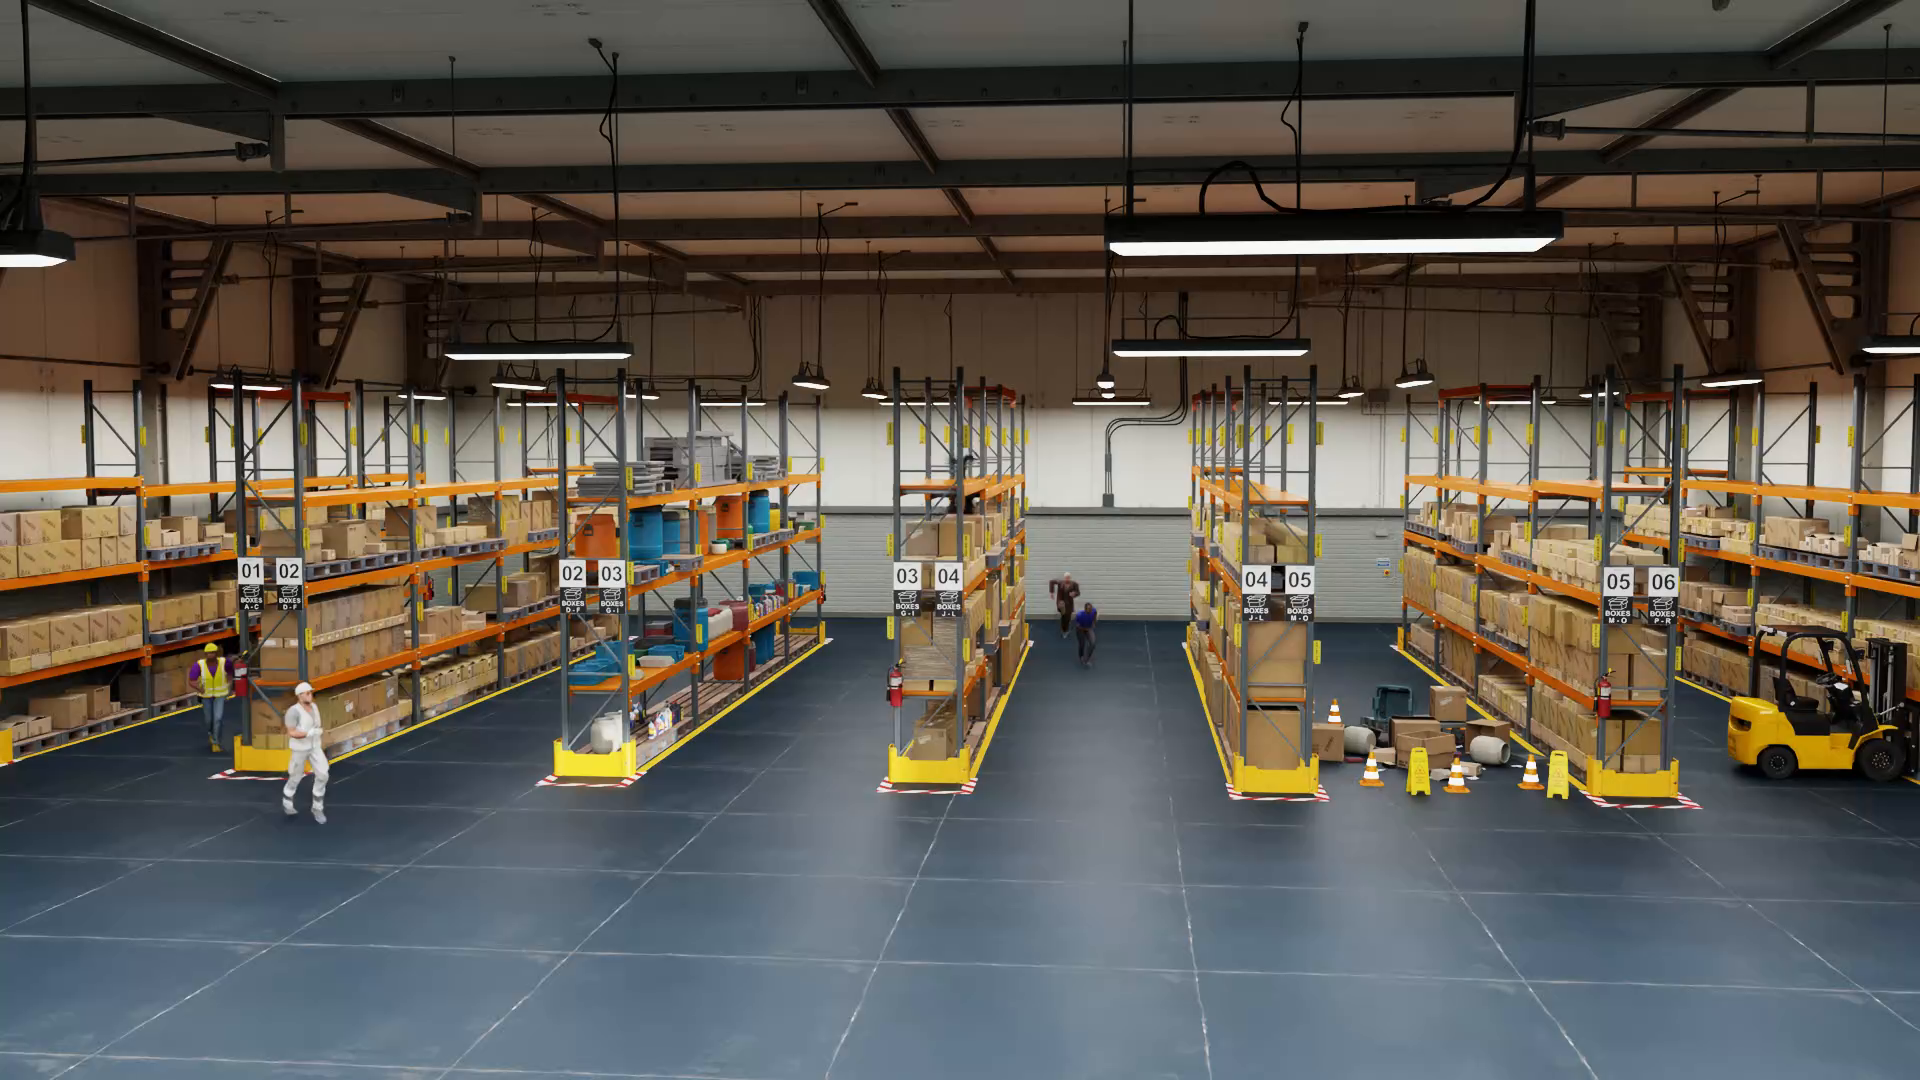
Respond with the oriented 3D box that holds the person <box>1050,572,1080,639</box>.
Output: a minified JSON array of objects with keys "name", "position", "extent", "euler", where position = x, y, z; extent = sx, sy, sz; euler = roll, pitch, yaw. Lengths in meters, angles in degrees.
[{"name":"person","position":[2.597,1.627,41.371],"extent":[0.739,1.701,1.058],"euler":[0,4,-3]}]

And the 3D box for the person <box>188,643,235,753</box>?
[{"name":"person","position":[-11.942,2.488,26.593],"extent":[0.699,1.730,0.911],"euler":[-1,4,-20]}]

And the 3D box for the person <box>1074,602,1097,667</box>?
[{"name":"person","position":[2.707,2.044,36.501],"extent":[0.567,1.450,1.095],"euler":[-1,4,-14]}]

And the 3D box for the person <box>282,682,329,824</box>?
[{"name":"person","position":[-8.508,2.763,21.615],"extent":[0.868,1.842,0.625],"euler":[3,4,35]}]
